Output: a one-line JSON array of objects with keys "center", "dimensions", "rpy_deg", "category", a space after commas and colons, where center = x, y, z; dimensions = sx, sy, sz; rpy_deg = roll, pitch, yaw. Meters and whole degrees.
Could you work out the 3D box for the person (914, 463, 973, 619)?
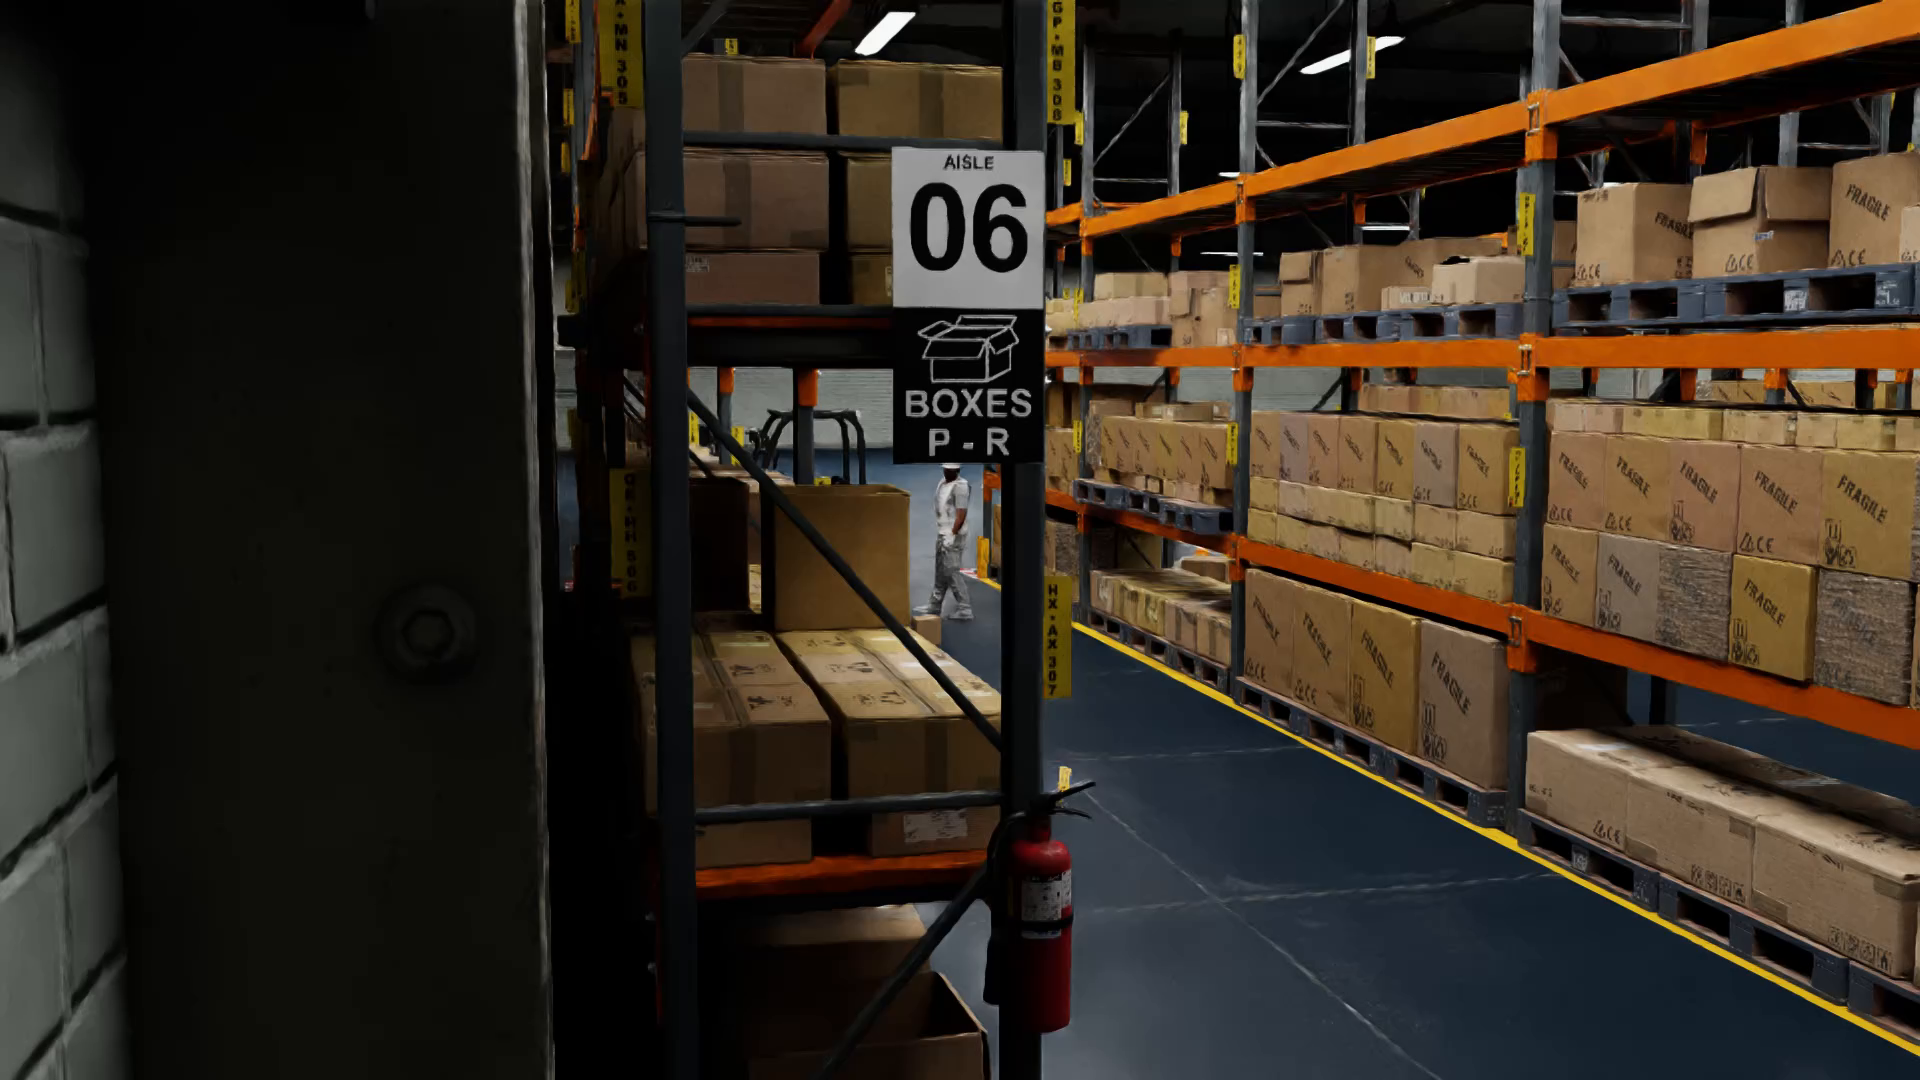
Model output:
[{"center": [-0.176, -0.056, 17.472], "dimensions": [0.564, 1.771, 0.687], "rpy_deg": [-1, 6, -10], "category": "person"}]
